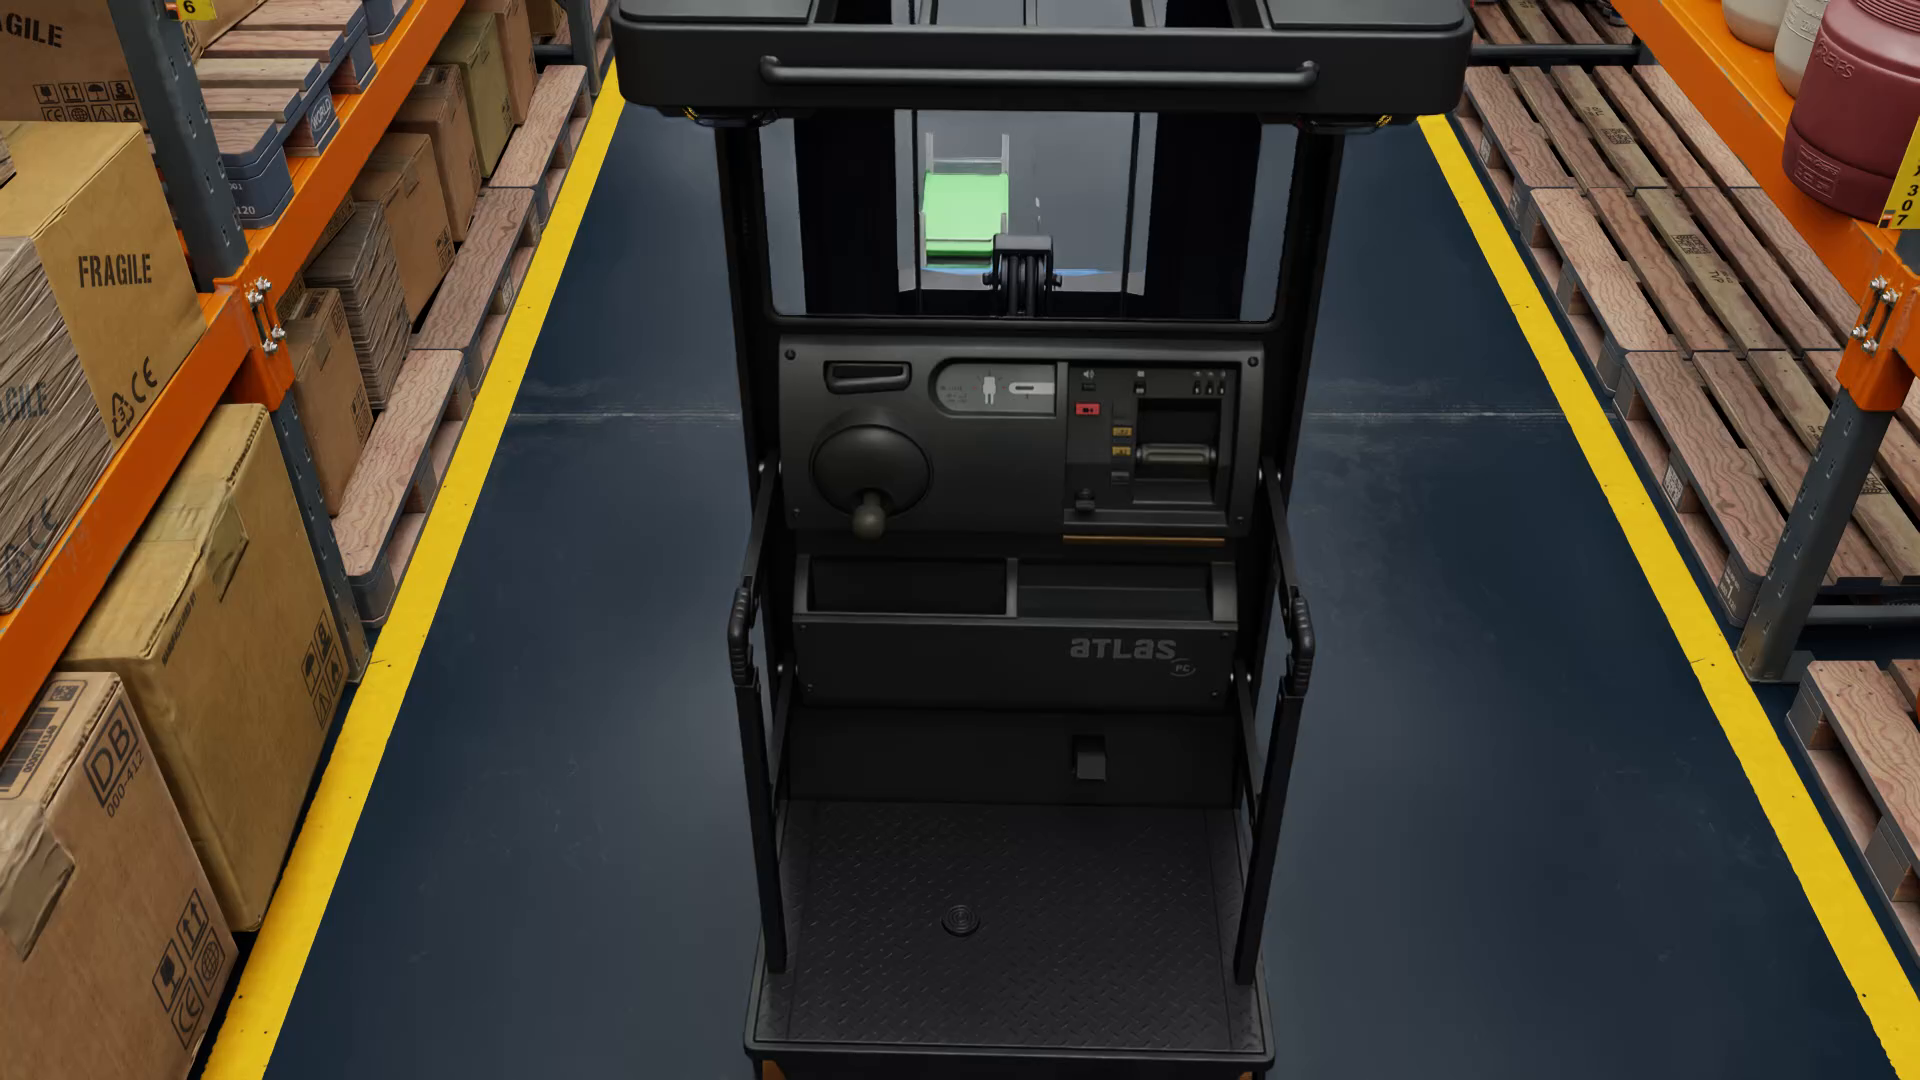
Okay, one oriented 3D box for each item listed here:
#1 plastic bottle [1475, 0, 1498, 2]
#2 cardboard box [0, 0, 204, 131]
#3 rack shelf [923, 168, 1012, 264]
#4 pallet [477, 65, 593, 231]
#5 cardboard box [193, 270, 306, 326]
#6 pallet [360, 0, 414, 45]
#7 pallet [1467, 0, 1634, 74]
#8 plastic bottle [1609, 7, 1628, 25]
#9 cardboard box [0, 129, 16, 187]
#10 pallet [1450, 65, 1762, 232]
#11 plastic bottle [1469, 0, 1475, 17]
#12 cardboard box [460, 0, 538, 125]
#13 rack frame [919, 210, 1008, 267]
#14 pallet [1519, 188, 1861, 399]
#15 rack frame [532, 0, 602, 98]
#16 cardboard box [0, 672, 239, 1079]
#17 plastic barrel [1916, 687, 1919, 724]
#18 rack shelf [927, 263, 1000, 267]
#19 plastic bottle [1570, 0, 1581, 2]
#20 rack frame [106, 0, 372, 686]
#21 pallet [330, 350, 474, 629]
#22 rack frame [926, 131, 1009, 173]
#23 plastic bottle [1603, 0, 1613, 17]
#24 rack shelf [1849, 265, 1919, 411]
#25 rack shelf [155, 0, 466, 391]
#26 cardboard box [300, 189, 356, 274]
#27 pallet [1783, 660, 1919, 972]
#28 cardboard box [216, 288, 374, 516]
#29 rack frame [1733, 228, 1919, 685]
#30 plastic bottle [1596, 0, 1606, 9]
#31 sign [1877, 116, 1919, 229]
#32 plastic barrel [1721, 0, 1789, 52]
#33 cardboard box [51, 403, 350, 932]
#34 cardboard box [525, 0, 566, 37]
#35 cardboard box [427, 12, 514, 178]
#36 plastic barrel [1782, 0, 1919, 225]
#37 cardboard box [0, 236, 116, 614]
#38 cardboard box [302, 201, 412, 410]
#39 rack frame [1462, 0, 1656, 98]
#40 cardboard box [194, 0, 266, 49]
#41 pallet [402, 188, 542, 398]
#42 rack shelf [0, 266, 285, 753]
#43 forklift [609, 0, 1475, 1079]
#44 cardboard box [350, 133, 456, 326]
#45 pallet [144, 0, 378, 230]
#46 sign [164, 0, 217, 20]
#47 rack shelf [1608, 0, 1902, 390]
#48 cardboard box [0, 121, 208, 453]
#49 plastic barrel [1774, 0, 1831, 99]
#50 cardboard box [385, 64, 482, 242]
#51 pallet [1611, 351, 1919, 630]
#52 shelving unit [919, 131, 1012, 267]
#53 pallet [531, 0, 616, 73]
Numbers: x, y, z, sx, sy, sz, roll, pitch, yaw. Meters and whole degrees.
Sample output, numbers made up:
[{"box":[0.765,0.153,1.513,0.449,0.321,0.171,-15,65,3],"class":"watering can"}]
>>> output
[{"box":[2.597,-2.839,8.161,0.144,0.351,0.185,0,39,0],"class":"plastic bottle"},{"box":[-2.247,-1.334,4.100,0.500,0.500,0.500,-5,39,-6],"class":"cardboard box"},{"box":[0.015,-0.881,4.725,0.258,0.148,0.480,1,39,1],"class":"rack shelf"},{"box":[-2.209,-1.720,7.228,1.003,0.211,1.213,0,39,0],"class":"pallet"},{"box":[-2.238,-0.702,4.774,0.500,0.250,0.500,1,39,2],"class":"cardboard box"},{"box":[-2.250,-1.957,5.446,1.003,0.211,1.213,0,39,0],"class":"pallet"},{"box":[2.782,-2.631,8.364,1.003,0.211,1.213,0,39,0],"class":"pallet"},{"box":[3.180,-2.605,7.932,0.097,0.271,0.097,0,39,0],"class":"plastic bottle"},{"box":[-2.222,-0.767,2.926,0.797,0.503,0.637,1,39,1],"class":"cardboard box"},{"box":[2.781,-1.719,7.227,1.003,0.211,1.213,0,39,0],"class":"pallet"},{"box":[2.429,-2.605,7.988,0.097,0.201,0.097,0,39,0],"class":"plastic bottle"},{"box":[-2.232,-2.107,7.128,0.700,0.500,0.500,-3,39,-4],"class":"cardboard box"},{"box":[0.009,-0.404,4.795,0.240,1.200,0.015,1,39,1],"class":"rack frame"},{"box":[2.786,-0.955,6.272,1.003,0.211,1.213,0,39,0],"class":"pallet"},{"box":[-2.211,-3.295,6.963,1.000,3.000,0.127,0,39,0],"class":"rack frame"},{"box":[-2.234,0.861,3.141,1.225,0.875,0.875,0,39,0],"class":"cardboard box"},{"box":[2.764,0.192,4.012,0.600,0.830,0.708,0,39,0],"class":"plastic barrel"},{"box":[0.015,-0.694,4.875,0.258,0.148,0.480,1,39,1],"class":"rack shelf"},{"box":[3.045,-2.812,8.180,0.061,0.283,0.133,0,39,0],"class":"plastic bottle"},{"box":[-2.207,-0.794,3.842,1.000,3.000,0.127,0,39,0],"class":"rack frame"},{"box":[-2.206,-0.194,5.324,1.003,0.211,1.213,0,39,0],"class":"pallet"},{"box":[0.022,-0.709,5.175,0.240,1.200,0.015,1,39,1],"class":"rack frame"},{"box":[3.179,-2.641,8.033,0.097,0.201,0.097,0,39,0],"class":"plastic bottle"},{"box":[2.748,0.734,2.510,1.077,0.370,4.000,0,39,0],"class":"rack shelf"},{"box":[-2.209,-1.764,5.627,1.077,0.370,4.000,0,39,0],"class":"rack shelf"},{"box":[-2.248,-1.033,5.188,0.500,0.250,0.500,4,39,5],"class":"cardboard box"},{"box":[2.789,0.784,4.103,1.003,0.211,1.213,0,39,0],"class":"pallet"},{"box":[-2.228,-0.409,5.009,0.700,0.500,0.500,-2,39,-2],"class":"cardboard box"},{"box":[2.746,-0.797,3.846,1.000,3.000,0.127,0,39,0],"class":"rack frame"},{"box":[3.179,-2.705,8.113,0.097,0.201,0.097,0,39,0],"class":"plastic bottle"},{"box":[2.196,-0.856,3.789,0.100,0.325,0.005,0,39,0],"class":"sign"},{"box":[2.531,-1.747,4.942,0.421,0.512,0.421,0,39,0],"class":"plastic barrel"},{"box":[-2.227,0.303,3.836,1.225,0.875,0.875,-2,39,-2],"class":"cardboard box"},{"box":[-2.172,-2.734,7.926,0.500,0.500,0.500,-1,39,-1],"class":"cardboard box"},{"box":[-2.251,-1.809,6.756,0.700,0.500,0.500,0,39,0],"class":"cardboard box"},{"box":[2.443,-1.140,4.165,0.600,0.536,0.708,0,39,0],"class":"plastic barrel"},{"box":[-1.964,-0.212,3.037,0.500,0.500,0.500,0,39,0],"class":"cardboard box"},{"box":[-2.241,-0.756,5.441,0.700,0.500,0.500,-3,39,-4],"class":"cardboard box"},{"box":[2.742,-3.299,6.968,1.000,3.000,0.127,0,39,0],"class":"rack frame"},{"box":[-2.348,-1.683,4.536,0.700,0.500,0.500,5,39,7],"class":"cardboard box"},{"box":[-2.205,-0.955,6.273,1.003,0.211,1.213,0,39,0],"class":"pallet"},{"box":[-2.205,0.738,2.506,1.077,0.370,4.000,0,39,0],"class":"rack shelf"},{"box":[0.112,-0.117,3.052,1.130,2.935,3.031,1,39,1],"class":"forklift"},{"box":[-2.249,-1.110,5.884,0.700,0.500,0.500,3,39,4],"class":"cardboard box"},{"box":[-2.314,-1.164,4.458,1.213,0.211,1.003,0,39,0],"class":"pallet"},{"box":[-1.652,-1.248,3.483,0.100,0.325,0.005,0,39,0],"class":"sign"},{"box":[2.744,-1.767,5.632,1.077,0.370,4.000,0,39,0],"class":"rack shelf"},{"box":[-1.958,-0.524,3.426,0.500,0.500,0.500,1,39,1],"class":"cardboard box"},{"box":[2.531,-1.484,4.614,0.421,0.512,0.421,0,39,0],"class":"plastic barrel"},{"box":[-2.249,-1.459,6.319,0.700,0.500,0.500,-3,39,-4],"class":"cardboard box"},{"box":[2.784,-0.194,5.323,1.003,0.211,1.213,0,39,0],"class":"pallet"},{"box":[0.015,-0.556,4.985,0.258,1.200,0.503,1,39,1],"class":"shelving unit"},{"box":[-2.248,-2.627,8.359,1.003,0.211,1.213,0,39,0],"class":"pallet"}]
